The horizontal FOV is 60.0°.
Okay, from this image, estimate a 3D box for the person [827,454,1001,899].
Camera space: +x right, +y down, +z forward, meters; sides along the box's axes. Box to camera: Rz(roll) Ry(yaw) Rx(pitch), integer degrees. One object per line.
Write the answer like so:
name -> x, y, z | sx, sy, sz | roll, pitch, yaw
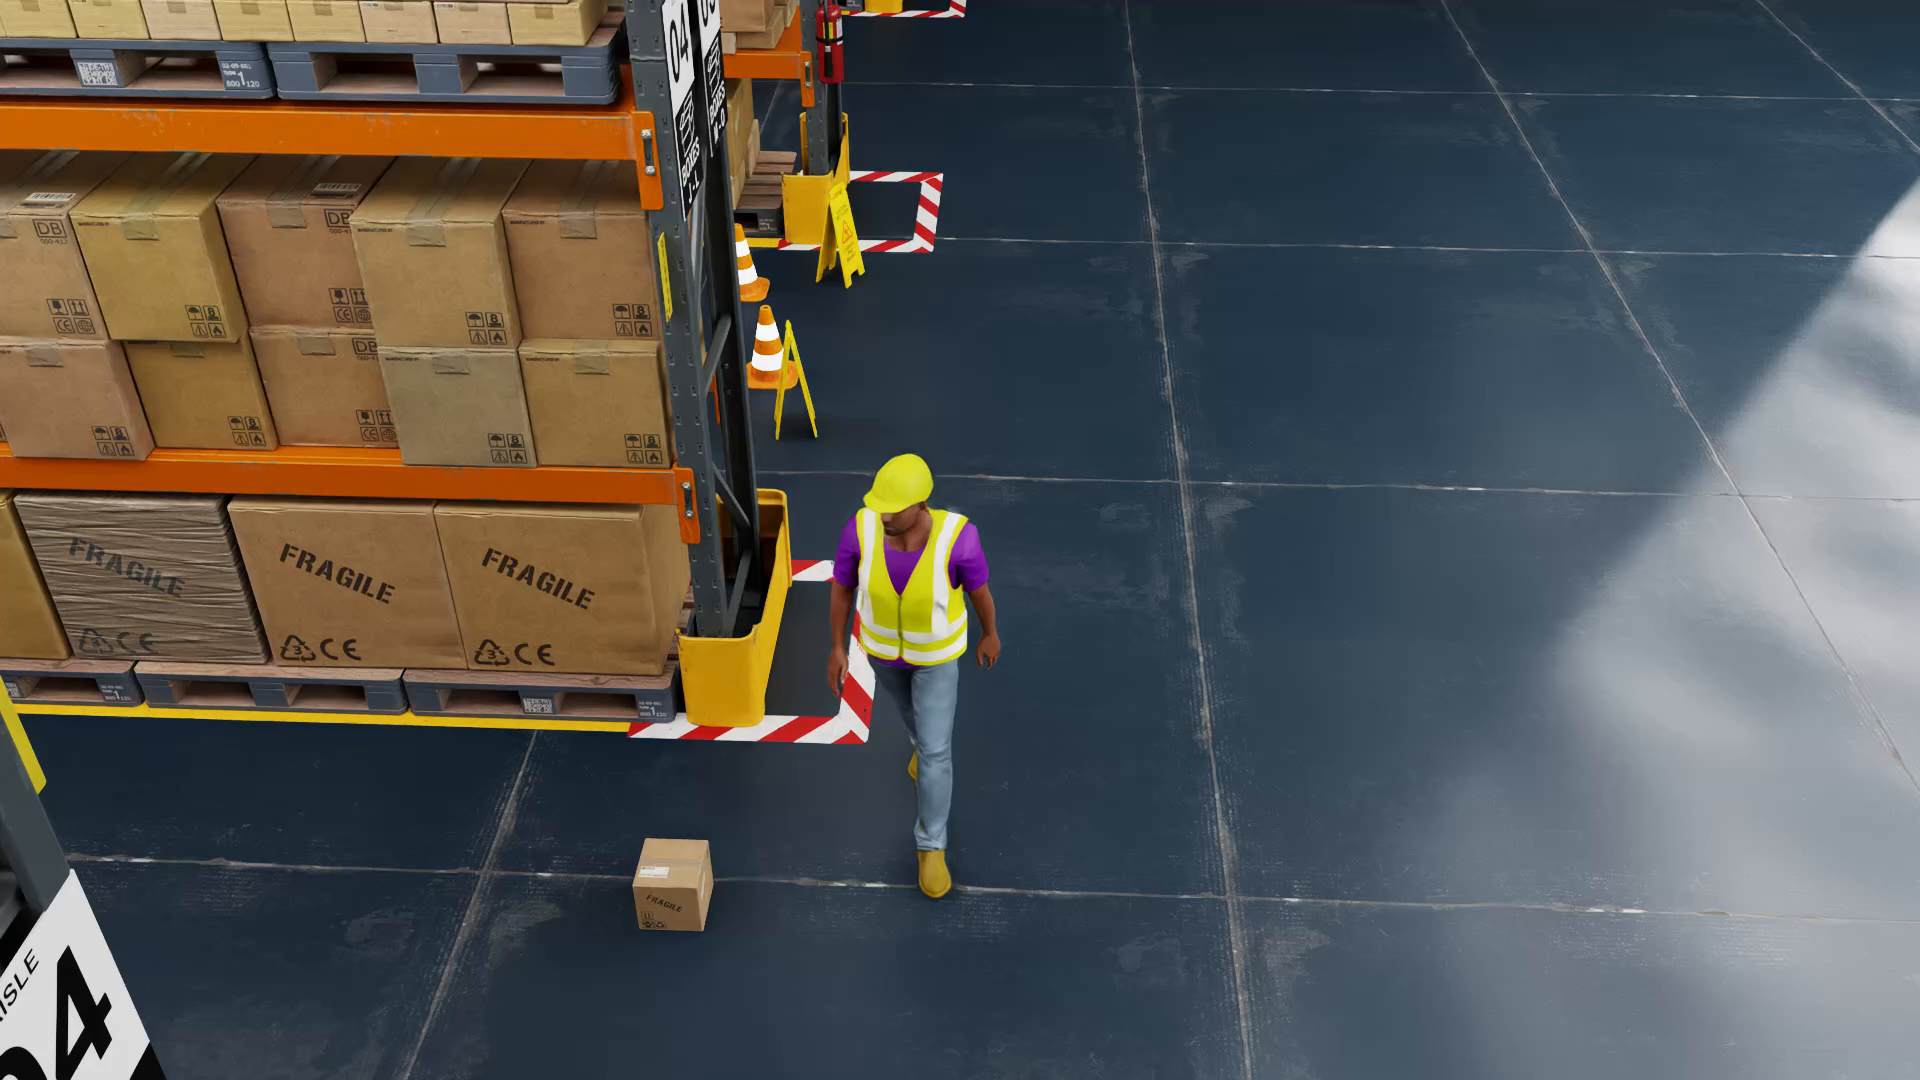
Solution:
person -> -0.210, 0.438, 6.452 | 0.627, 1.715, 0.953 | 10, 37, 14
